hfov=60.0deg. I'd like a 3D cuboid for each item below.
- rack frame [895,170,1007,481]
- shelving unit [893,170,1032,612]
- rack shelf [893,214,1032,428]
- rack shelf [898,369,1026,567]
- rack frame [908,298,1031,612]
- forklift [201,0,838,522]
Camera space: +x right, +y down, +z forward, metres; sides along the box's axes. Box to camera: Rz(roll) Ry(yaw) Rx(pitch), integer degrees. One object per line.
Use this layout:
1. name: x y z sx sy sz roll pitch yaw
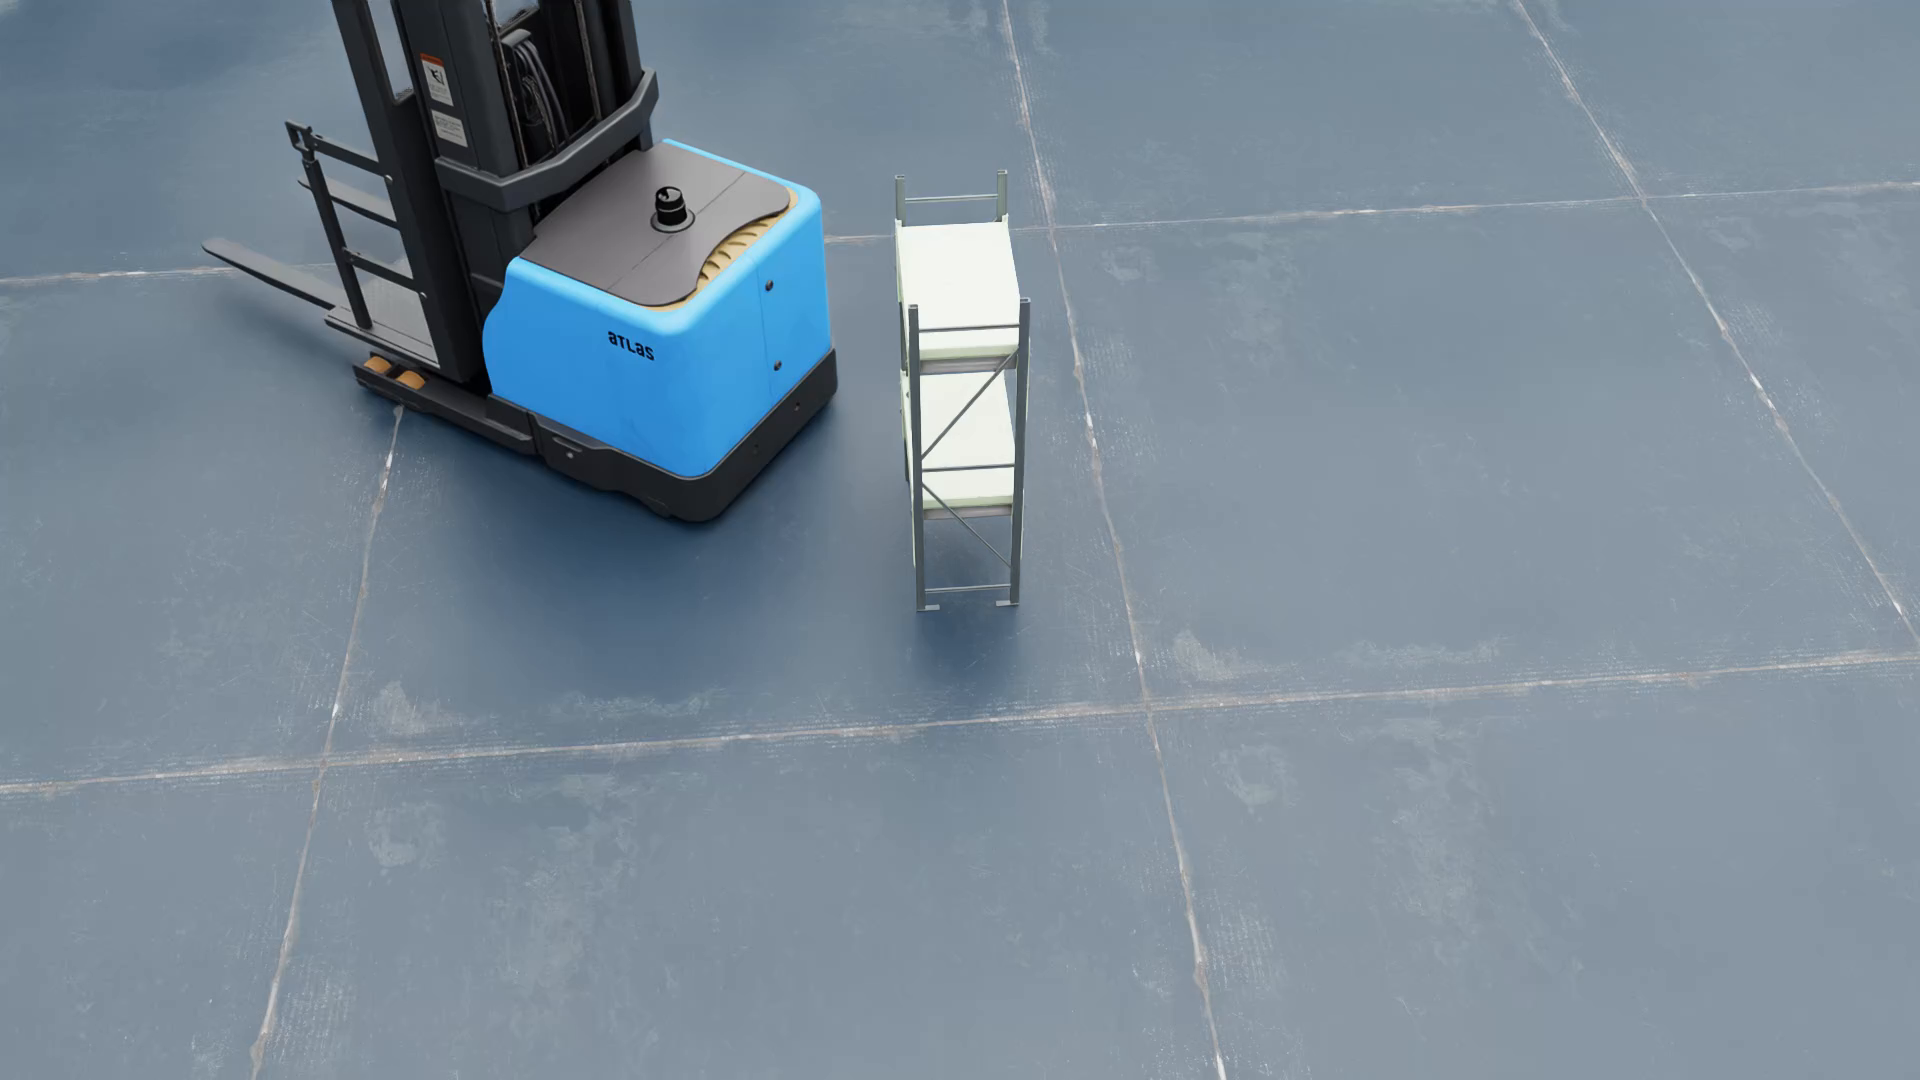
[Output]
1. rack frame: -0.031 -0.785 6.461 0.400 1.500 0.023 -3 47 -3
2. shelving unit: -0.001 -0.521 6.210 0.431 1.500 0.755 -3 47 -3
3. rack shelf: -0.001 -0.789 5.927 0.431 0.370 0.720 -3 47 -3
4. rack shelf: -0.001 -0.296 6.447 0.431 0.370 0.720 -3 47 -3
5. rack frame: 0.030 -0.256 5.959 0.400 1.500 0.023 -3 47 -3
6. forklift: -2.068 -1.888 6.519 3.031 2.935 1.130 23 51 20
